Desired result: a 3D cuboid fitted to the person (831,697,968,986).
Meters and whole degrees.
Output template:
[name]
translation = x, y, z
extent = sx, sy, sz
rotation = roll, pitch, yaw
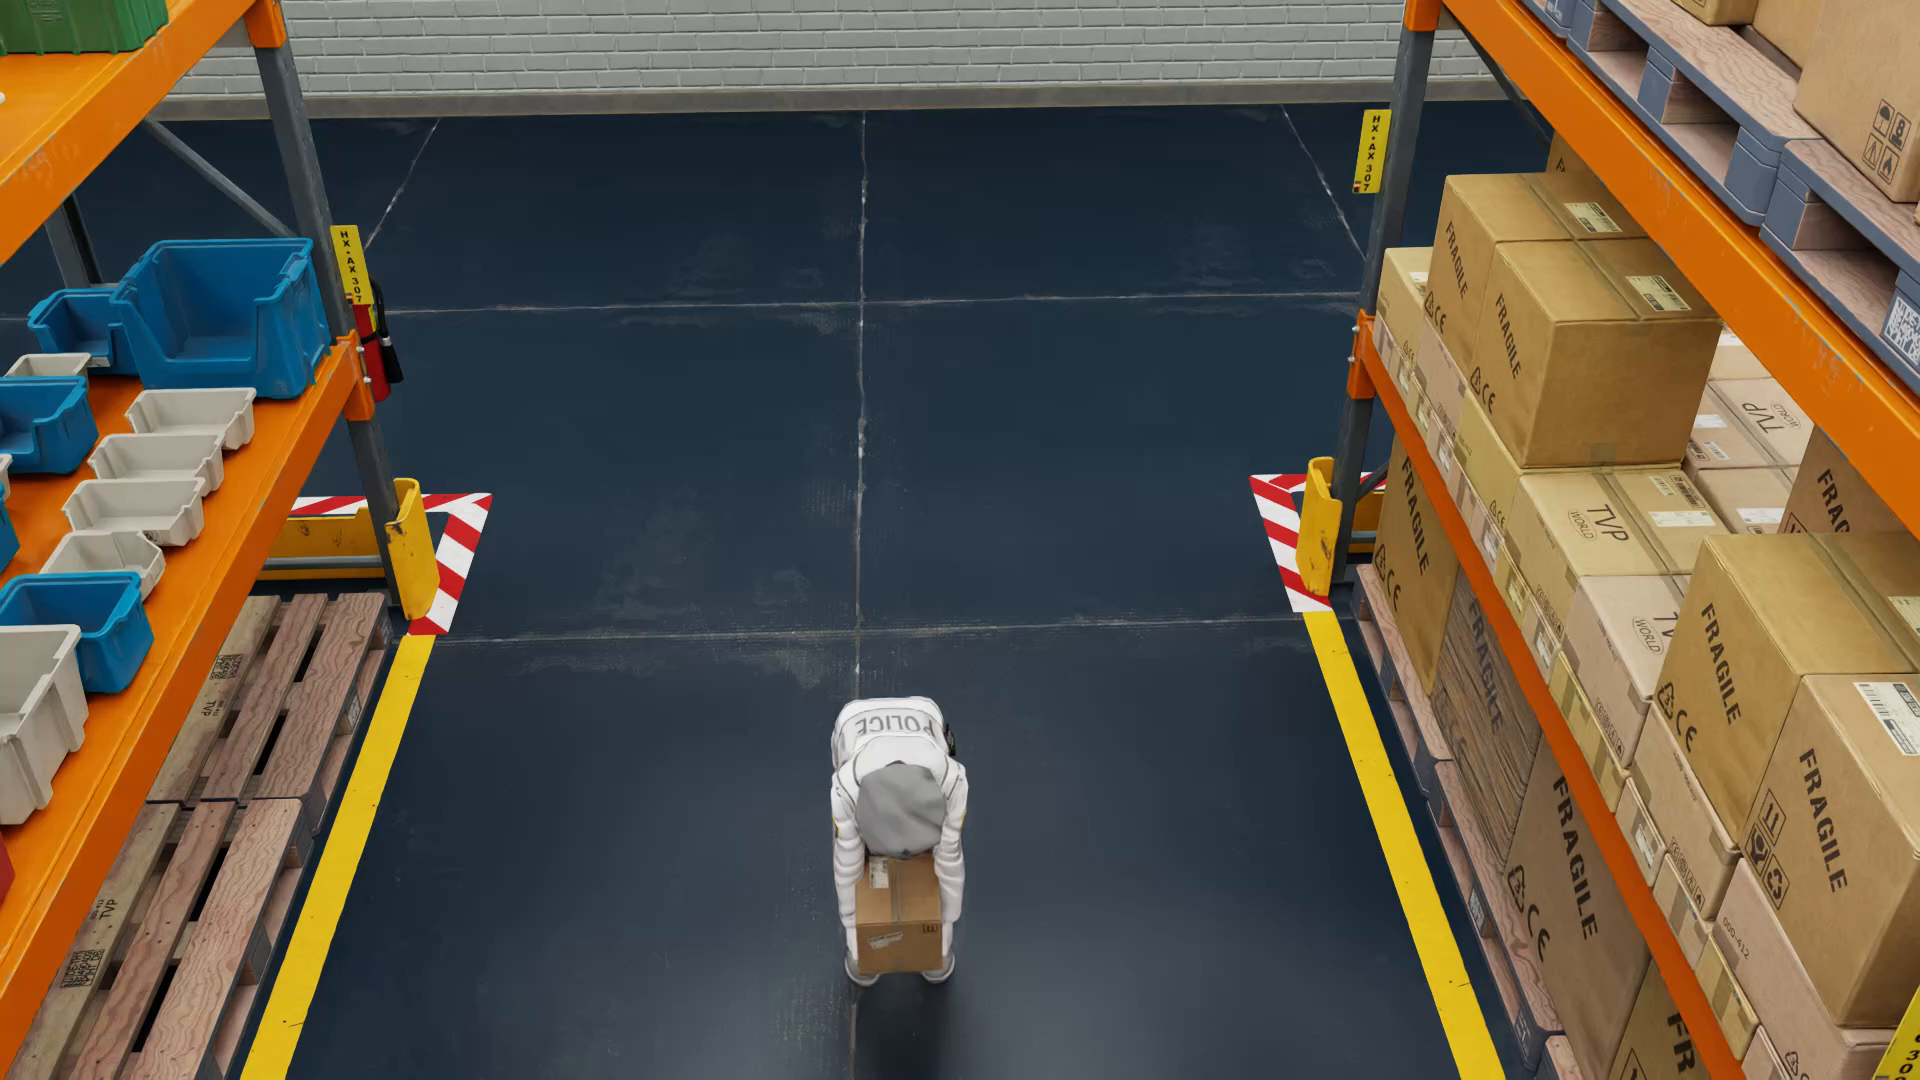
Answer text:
[person]
translation = -0.186, 0.992, 5.065
extent = 0.410, 1.306, 0.887
rotation = -2, 36, -3
